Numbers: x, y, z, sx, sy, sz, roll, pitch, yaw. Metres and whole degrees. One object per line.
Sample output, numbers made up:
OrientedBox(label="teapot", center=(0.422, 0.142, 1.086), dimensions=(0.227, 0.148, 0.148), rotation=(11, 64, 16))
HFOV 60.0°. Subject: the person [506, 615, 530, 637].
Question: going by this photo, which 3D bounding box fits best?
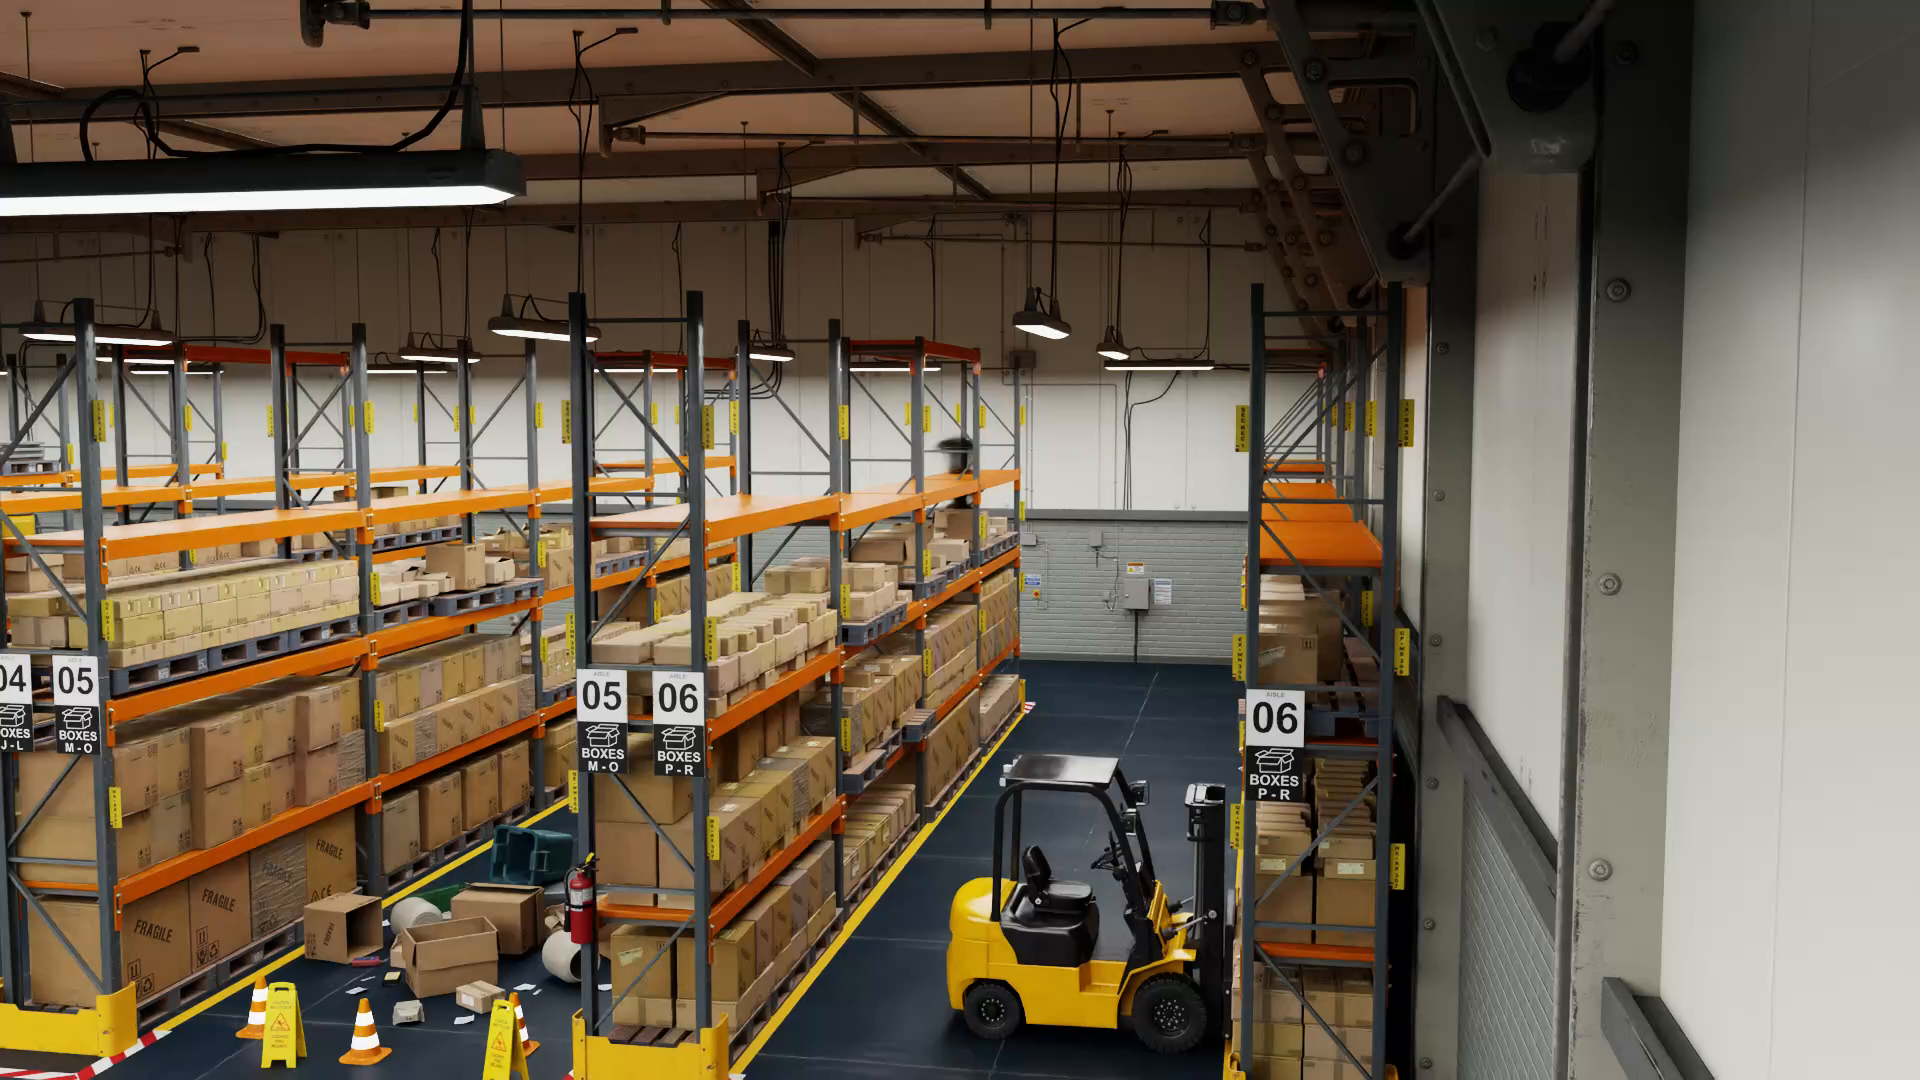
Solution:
OrientedBox(label="person", center=(-7.215, 2.119, 27.015), dimensions=(0.653, 1.819, 0.729), rotation=(0, 5, 4))
